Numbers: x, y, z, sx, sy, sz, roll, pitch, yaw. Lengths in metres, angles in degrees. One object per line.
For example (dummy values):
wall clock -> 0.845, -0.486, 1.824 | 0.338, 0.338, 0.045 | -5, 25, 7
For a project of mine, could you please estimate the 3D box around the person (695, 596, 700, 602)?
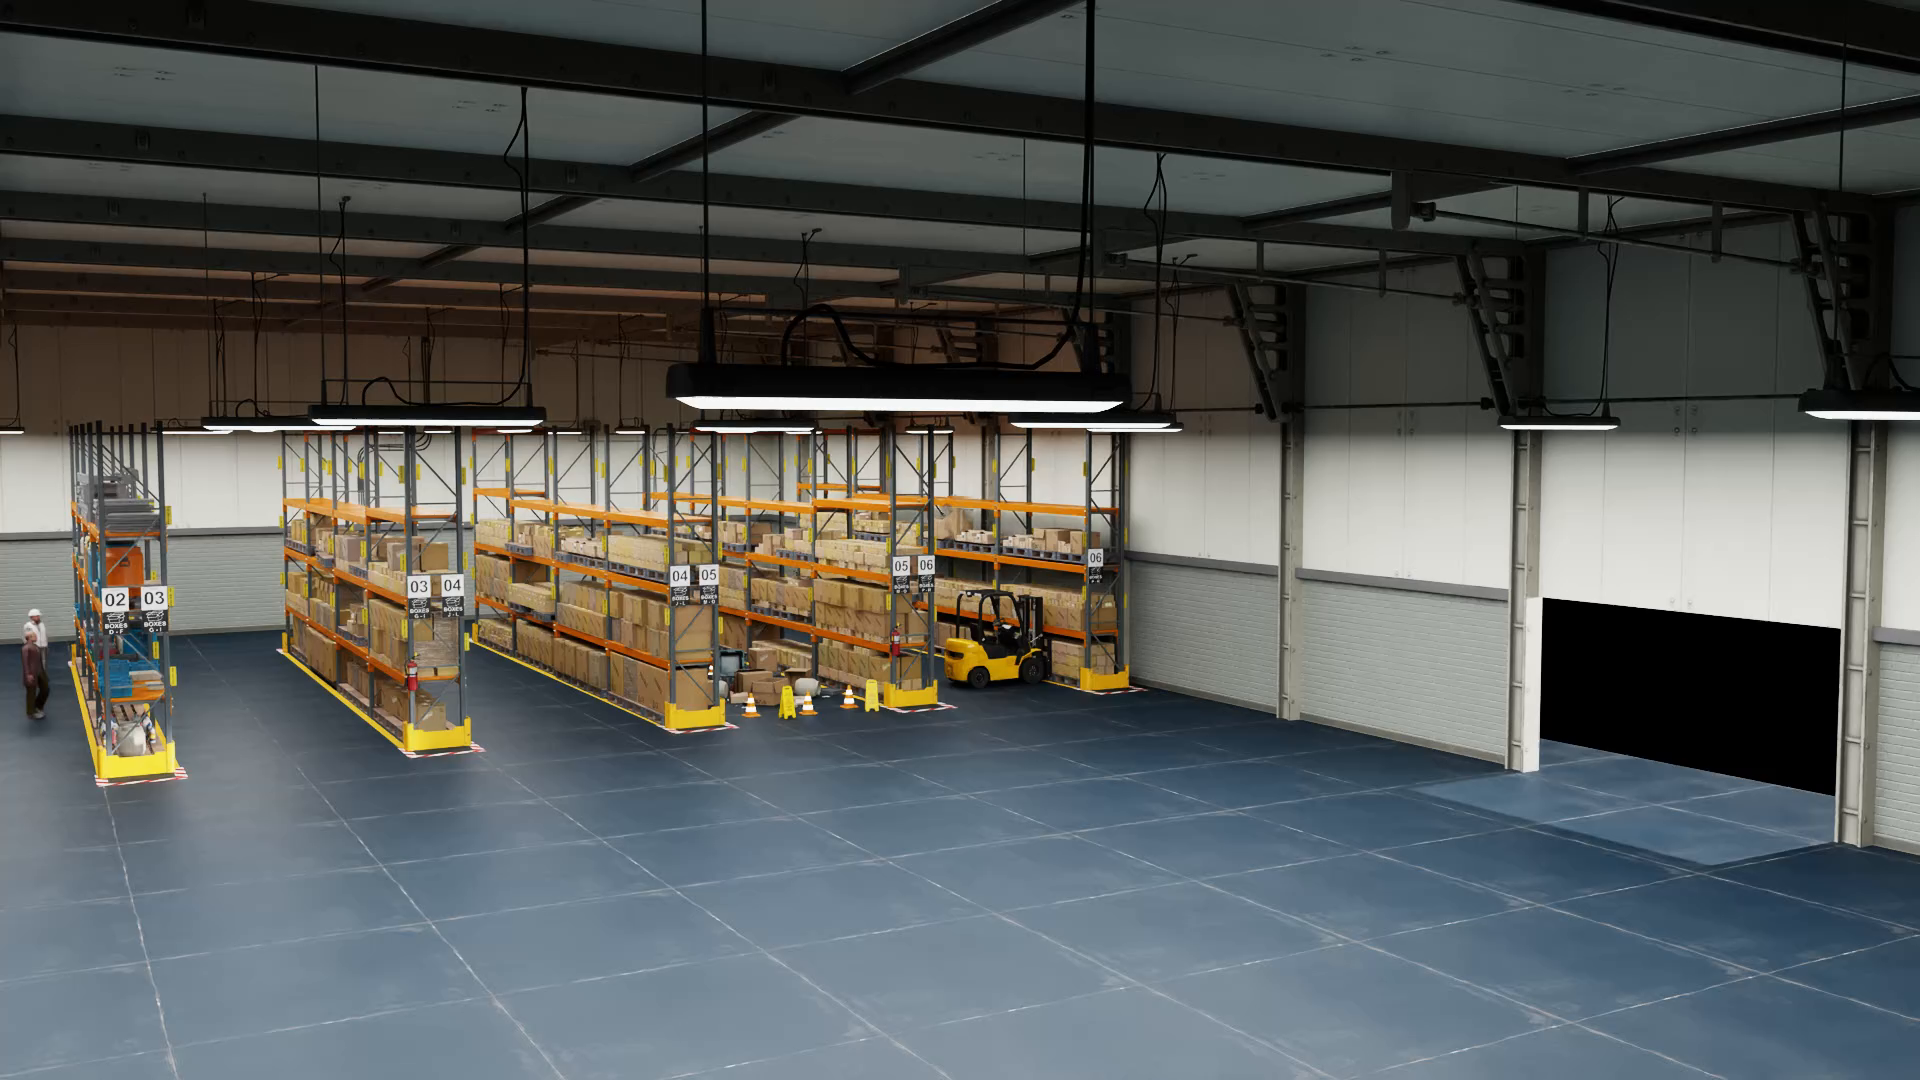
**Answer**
person -> -6.542, 2.262, 41.948 | 0.588, 1.723, 0.404 | 2, 4, 30

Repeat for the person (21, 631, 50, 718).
person -> -18.920, 2.748, 33.967 | 0.507, 1.792, 0.633 | 1, 4, 11

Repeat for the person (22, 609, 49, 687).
person -> -21.277, 2.482, 38.333 | 0.478, 1.790, 0.568 | 3, 5, 39
